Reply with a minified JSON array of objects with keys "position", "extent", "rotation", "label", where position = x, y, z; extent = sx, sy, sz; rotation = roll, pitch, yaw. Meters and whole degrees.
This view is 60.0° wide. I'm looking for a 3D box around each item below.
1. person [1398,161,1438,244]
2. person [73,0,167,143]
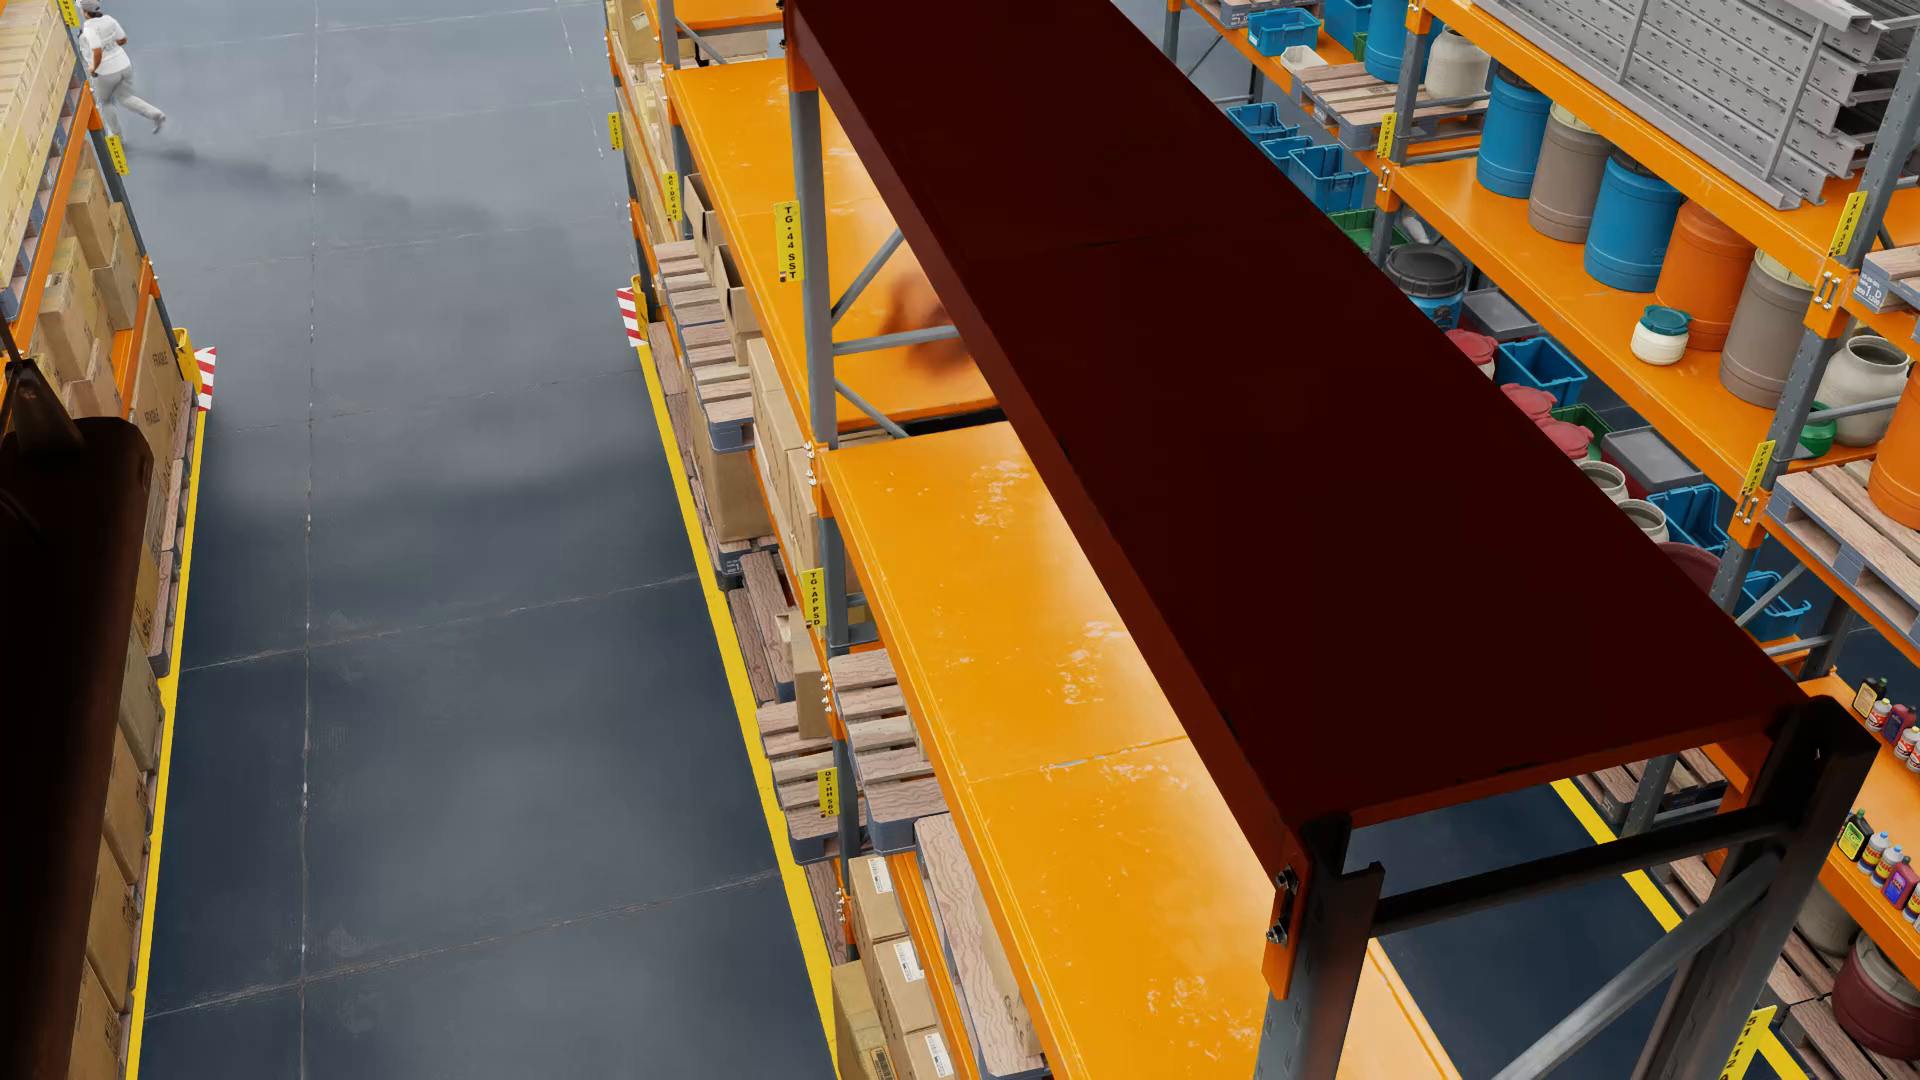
[{"position":[4.229,-3.332,15.700],"extent":[0.579,1.696,0.836],"rotation":[-15,41,-18],"label":"person"},{"position":[-9.083,-5.010,17.847],"extent":[0.841,1.667,0.607],"rotation":[11,40,14],"label":"person"}]
